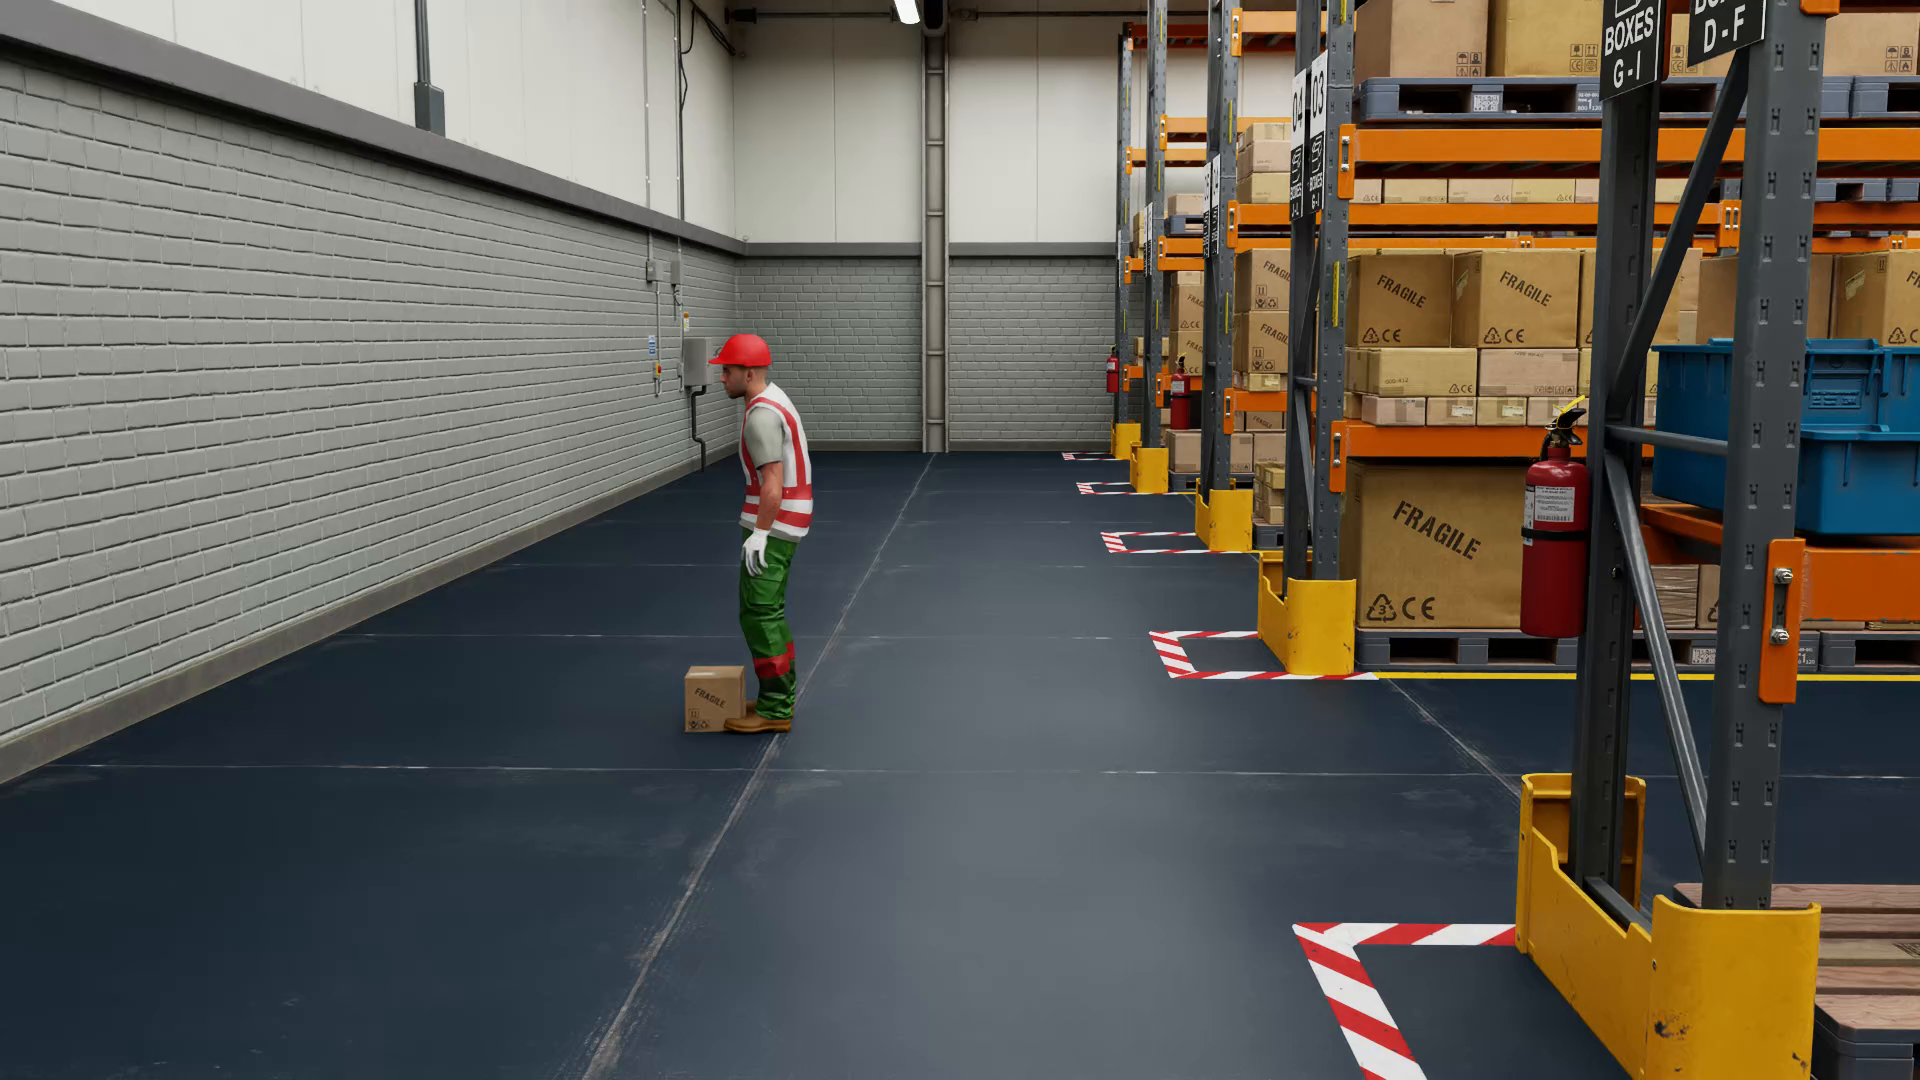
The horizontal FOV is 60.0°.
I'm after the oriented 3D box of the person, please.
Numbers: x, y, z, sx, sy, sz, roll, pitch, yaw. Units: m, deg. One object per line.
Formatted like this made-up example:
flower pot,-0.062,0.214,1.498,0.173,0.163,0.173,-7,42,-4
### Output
person,-0.889,-0.033,7.479,0.454,1.777,0.608,0,7,-1
